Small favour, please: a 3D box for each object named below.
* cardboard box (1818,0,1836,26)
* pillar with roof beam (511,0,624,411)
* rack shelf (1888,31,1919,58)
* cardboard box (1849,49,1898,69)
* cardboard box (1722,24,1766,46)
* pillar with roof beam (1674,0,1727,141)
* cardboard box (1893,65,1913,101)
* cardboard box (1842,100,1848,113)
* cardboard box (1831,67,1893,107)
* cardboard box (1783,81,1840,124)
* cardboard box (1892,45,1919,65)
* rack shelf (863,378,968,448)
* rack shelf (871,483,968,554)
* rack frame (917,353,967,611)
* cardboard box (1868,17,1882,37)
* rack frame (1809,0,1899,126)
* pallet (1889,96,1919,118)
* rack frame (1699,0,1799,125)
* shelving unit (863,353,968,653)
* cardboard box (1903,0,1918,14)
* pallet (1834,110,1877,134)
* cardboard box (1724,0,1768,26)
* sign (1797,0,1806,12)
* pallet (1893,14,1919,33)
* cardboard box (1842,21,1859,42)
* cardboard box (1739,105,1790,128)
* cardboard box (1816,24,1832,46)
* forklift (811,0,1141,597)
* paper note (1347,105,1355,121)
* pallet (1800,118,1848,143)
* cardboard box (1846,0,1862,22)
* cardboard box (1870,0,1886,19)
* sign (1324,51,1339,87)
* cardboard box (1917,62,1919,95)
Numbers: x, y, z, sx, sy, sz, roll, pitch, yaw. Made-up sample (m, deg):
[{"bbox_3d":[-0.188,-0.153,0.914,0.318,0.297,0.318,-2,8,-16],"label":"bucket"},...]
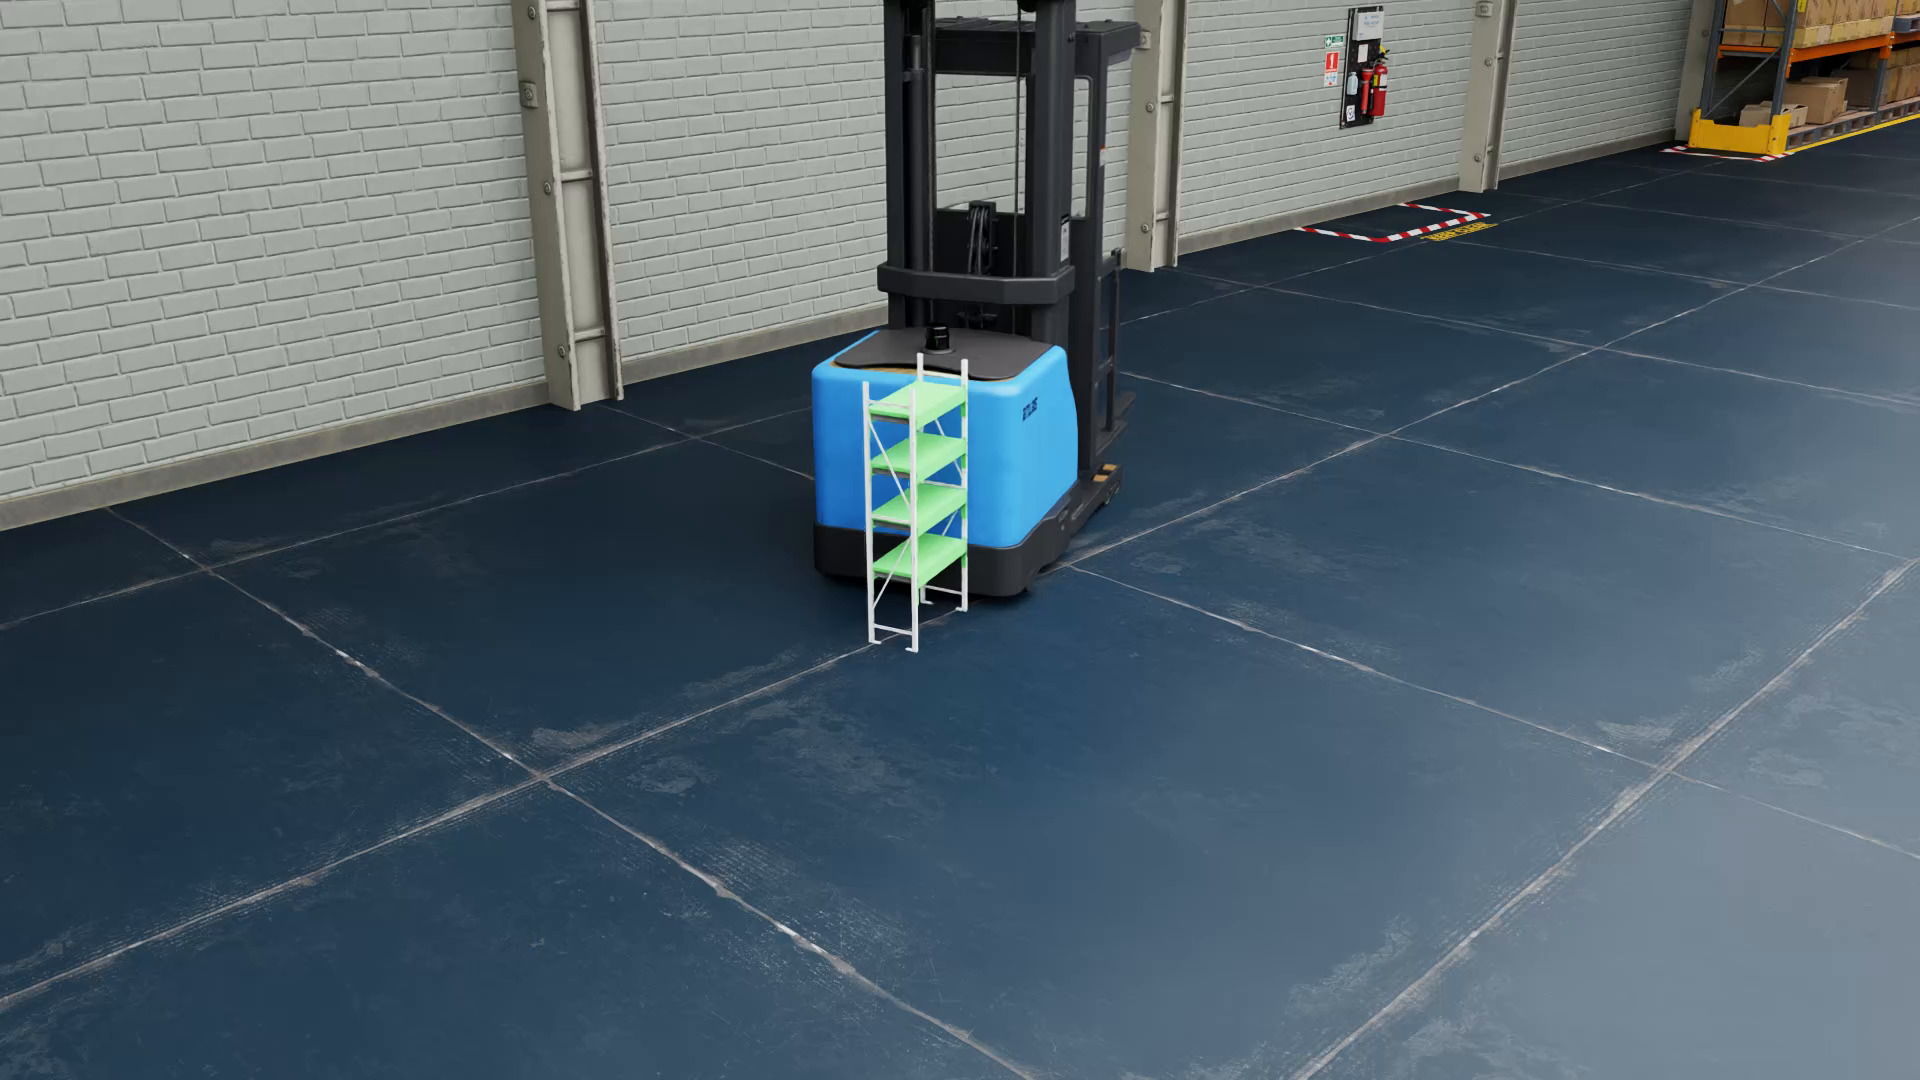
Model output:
[{"bbox_3d":[11.120,-7.015,21.781,0.500,0.500,0.500,19,28,41],"label":"cardboard box"},{"bbox_3d":[0.616,-4.046,6.559,9.100,9.000,0.400,19,28,41],"label":"pillar with roof beam"},{"bbox_3d":[14.406,-7.760,25.587,1.077,0.370,4.000,19,28,41],"label":"rack shelf"},{"bbox_3d":[13.817,-7.278,25.155,0.500,0.250,0.500,19,28,40],"label":"cardboard box"},{"bbox_3d":[10.407,-6.662,21.907,0.500,0.250,0.500,-20,28,-41],"label":"cardboard box"},{"bbox_3d":[13.173,-8.673,18.597,9.100,9.000,0.400,19,28,41],"label":"pillar with roof beam"},{"bbox_3d":[14.222,-7.080,25.686,0.700,0.500,0.500,20,28,41],"label":"cardboard box"},{"bbox_3d":[12.659,-6.320,24.172,0.380,0.166,0.250,15,26,34],"label":"cardboard box"},{"bbox_3d":[13.512,-6.814,24.993,0.500,0.500,0.700,-19,28,-40],"label":"cardboard box"},{"bbox_3d":[11.713,-6.070,23.058,0.700,0.500,0.500,17,27,37],"label":"cardboard box"},{"bbox_3d":[14.538,-7.536,25.827,0.500,0.250,0.500,19,28,40],"label":"cardboard box"},{"bbox_3d":[-0.187,-0.553,7.168,0.258,0.148,0.480,10,24,24],"label":"rack shelf"},{"bbox_3d":[-0.187,-0.107,7.347,0.258,0.148,0.480,10,24,24],"label":"rack shelf"},{"bbox_3d":[-0.078,-0.248,7.526,0.240,1.200,0.015,10,24,24],"label":"rack frame"},{"bbox_3d":[12.544,-7.198,23.301,0.500,0.250,0.500,19,28,41],"label":"cardboard box"},{"bbox_3d":[13.011,-7.582,24.120,1.000,3.000,0.127,19,28,41],"label":"rack frame"},{"bbox_3d":[14.404,-6.796,25.962,1.003,0.211,1.213,19,28,41],"label":"pallet"},{"bbox_3d":[10.220,-6.554,21.445,1.000,3.000,0.127,19,28,41],"label":"rack frame"},{"bbox_3d":[-0.187,-0.167,7.323,0.258,1.200,0.503,10,24,24],"label":"shelving unit"},{"bbox_3d":[13.785,-8.098,24.710,0.500,0.500,0.700,-17,27,-37],"label":"cardboard box"},{"bbox_3d":[12.567,-6.099,24.148,1.003,0.211,1.213,19,28,41],"label":"pallet"},{"bbox_3d":[10.397,-7.018,21.787,0.500,0.500,0.500,19,28,40],"label":"cardboard box"},{"bbox_3d":[10.609,-6.822,20.936,0.100,0.325,0.005,19,28,41],"label":"sign"},{"bbox_3d":[13.648,-7.653,24.571,1.003,0.211,1.213,19,28,41],"label":"pallet"},{"bbox_3d":[11.854,-6.935,22.618,0.500,0.250,0.500,20,28,41],"label":"cardboard box"},{"bbox_3d":[10.767,-5.659,22.253,0.500,0.311,0.500,15,26,35],"label":"cardboard box"},{"bbox_3d":[11.140,-6.676,21.944,0.500,0.250,0.500,18,28,39],"label":"cardboard box"},{"bbox_3d":[0.271,-1.602,8.657,1.130,2.935,3.031,7,22,18],"label":"forklift"},{"bbox_3d":[3.979,-4.343,16.920,0.016,0.148,0.142,19,28,41],"label":"paper note"},{"bbox_3d":[11.716,-5.784,23.328,1.003,0.211,1.213,19,28,41],"label":"pallet"},{"bbox_3d":[11.837,-7.282,22.476,0.500,0.500,0.500,-19,28,-40],"label":"cardboard box"},{"bbox_3d":[12.558,-7.543,23.154,0.500,0.500,0.500,19,28,40],"label":"cardboard box"},{"bbox_3d":[3.692,-4.683,16.527,0.001,0.329,0.234,19,28,41],"label":"sign"},{"bbox_3d":[14.893,-7.347,26.381,0.700,0.500,0.500,19,28,41],"label":"cardboard box"}]
